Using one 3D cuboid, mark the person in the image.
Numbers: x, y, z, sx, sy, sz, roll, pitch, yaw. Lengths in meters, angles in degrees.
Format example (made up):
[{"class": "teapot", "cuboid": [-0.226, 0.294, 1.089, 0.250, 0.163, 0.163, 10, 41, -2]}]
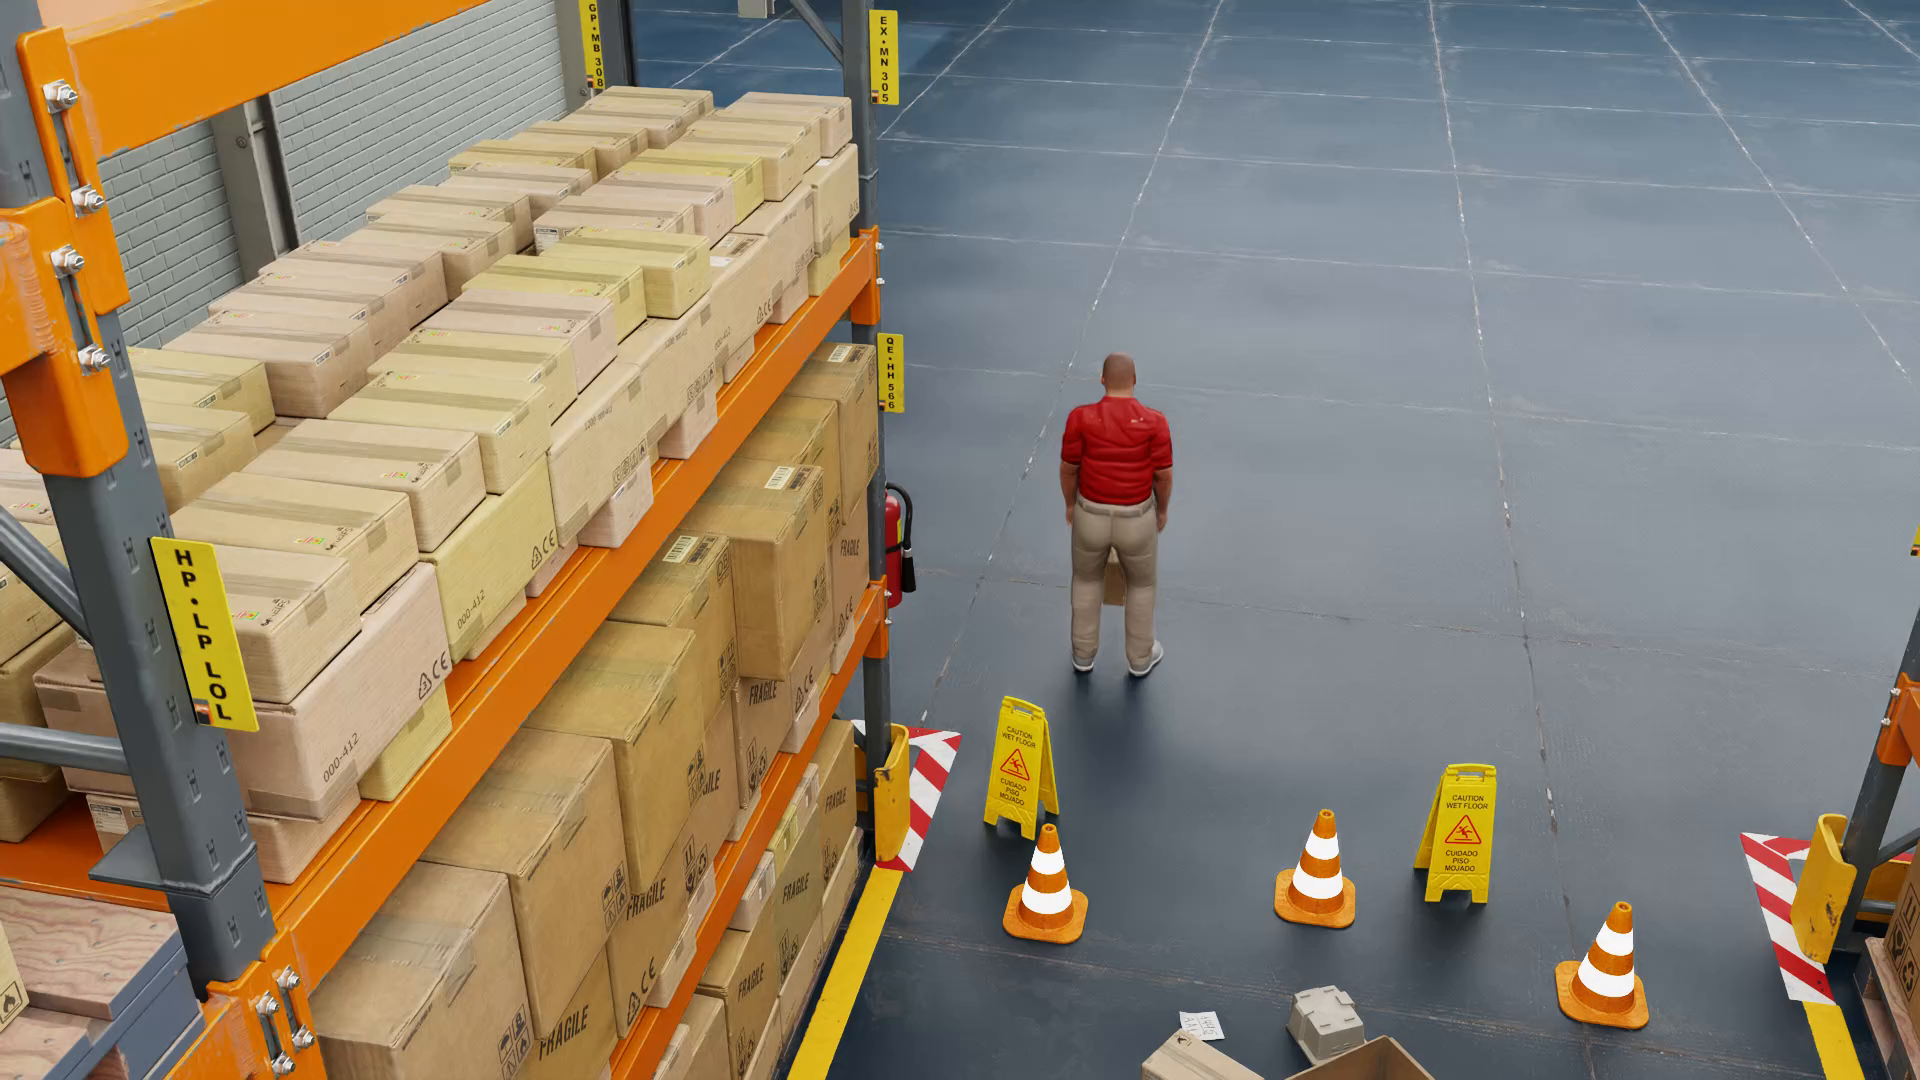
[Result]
[{"class": "person", "cuboid": [0.778, -0.117, 8.349, 0.566, 1.729, 0.391, 5, 29, 9]}]
